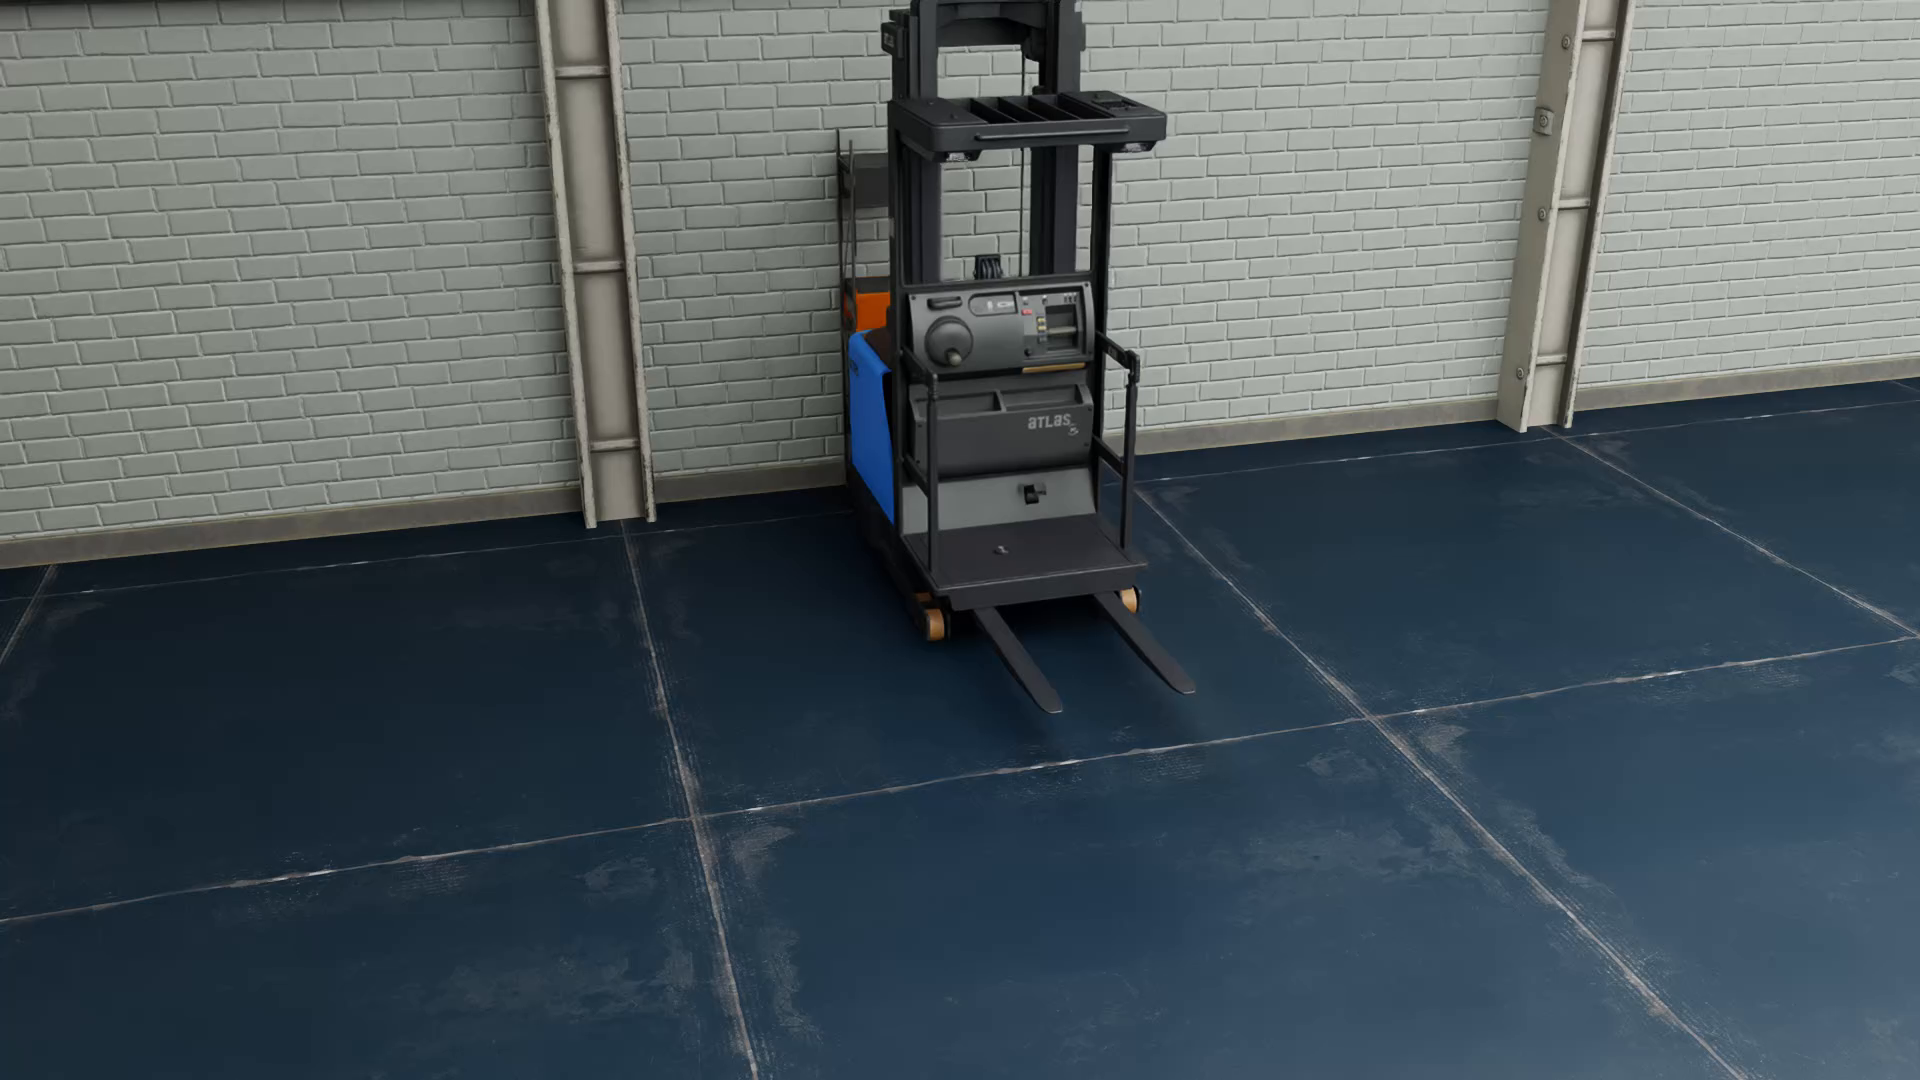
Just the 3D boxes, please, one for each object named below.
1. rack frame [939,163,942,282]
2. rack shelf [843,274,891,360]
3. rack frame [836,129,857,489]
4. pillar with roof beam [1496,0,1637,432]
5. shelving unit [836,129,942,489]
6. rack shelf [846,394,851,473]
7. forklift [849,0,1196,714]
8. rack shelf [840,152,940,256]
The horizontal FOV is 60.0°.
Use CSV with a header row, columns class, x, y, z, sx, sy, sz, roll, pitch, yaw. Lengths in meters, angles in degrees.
class,x,y,z,sx,sy,sz,roll,pitch,yaw
rack frame,-0.161,-1.281,9.553,0.015,2.100,0.400,-6,23,-14
rack shelf,-0.397,-1.244,9.498,0.480,0.518,0.431,-6,23,-14
rack frame,-0.632,-1.233,9.434,0.015,2.100,0.400,-6,23,-14
pillar with roof beam,4.976,-3.285,5.494,0.400,9.000,9.100,-6,24,-14
shelving unit,-0.397,-1.257,9.493,0.503,2.100,0.431,-6,23,-14
rack shelf,-0.398,-0.598,9.768,0.480,0.518,0.431,-6,23,-14
forklift,0.270,-1.023,7.917,1.130,2.935,3.031,-7,24,-15
rack shelf,-0.395,-1.891,9.229,0.480,0.518,0.431,-6,23,-14
